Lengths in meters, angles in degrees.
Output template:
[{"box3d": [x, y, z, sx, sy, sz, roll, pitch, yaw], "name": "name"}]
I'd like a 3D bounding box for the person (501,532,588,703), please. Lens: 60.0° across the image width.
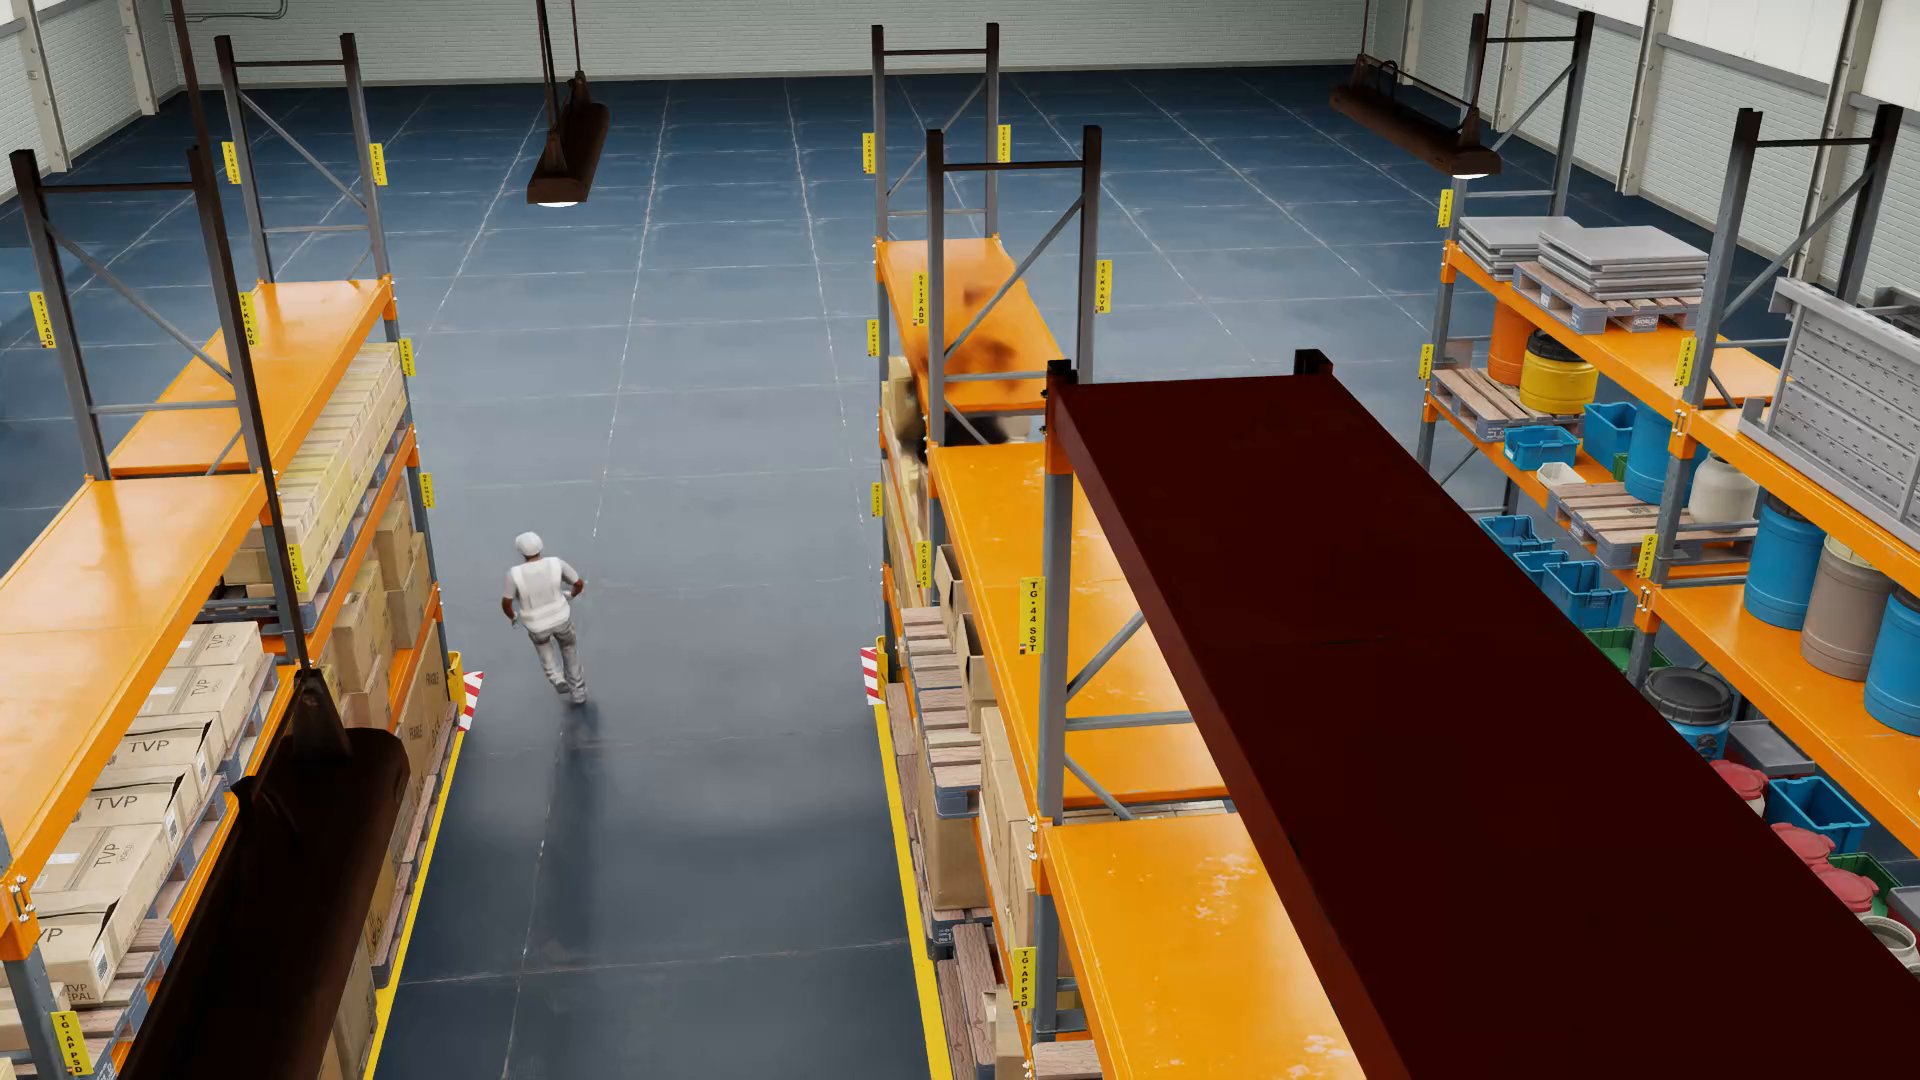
[{"box3d": [-3.779, 0.681, 15.084, 0.743, 1.717, 0.523, -10, 27, -20], "name": "person"}]
